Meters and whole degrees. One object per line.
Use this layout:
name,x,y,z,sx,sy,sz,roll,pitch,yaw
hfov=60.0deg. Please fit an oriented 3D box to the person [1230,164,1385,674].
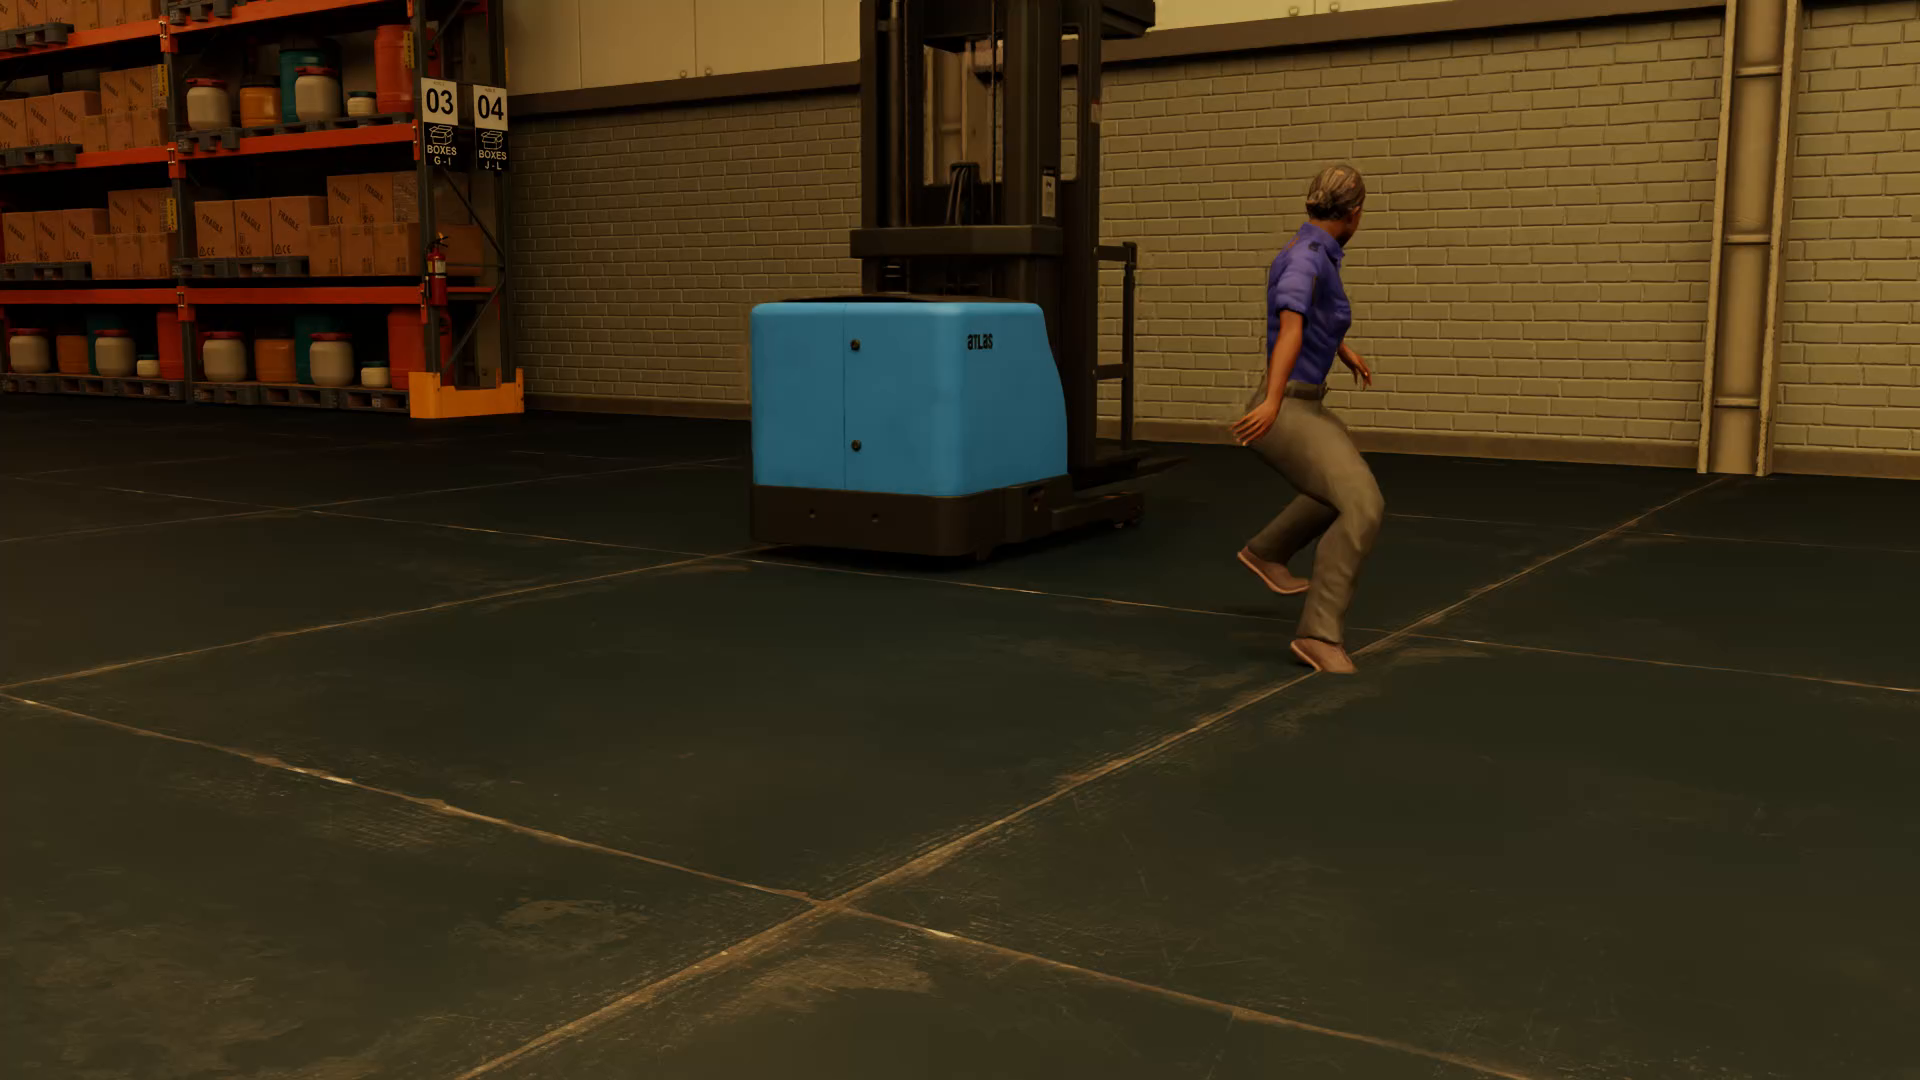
person,1.085,-0.360,5.169,0.479,1.544,1.109,2,8,15

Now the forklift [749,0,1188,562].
forklift,0.252,-1.530,7.955,1.130,2.935,3.031,4,9,28
